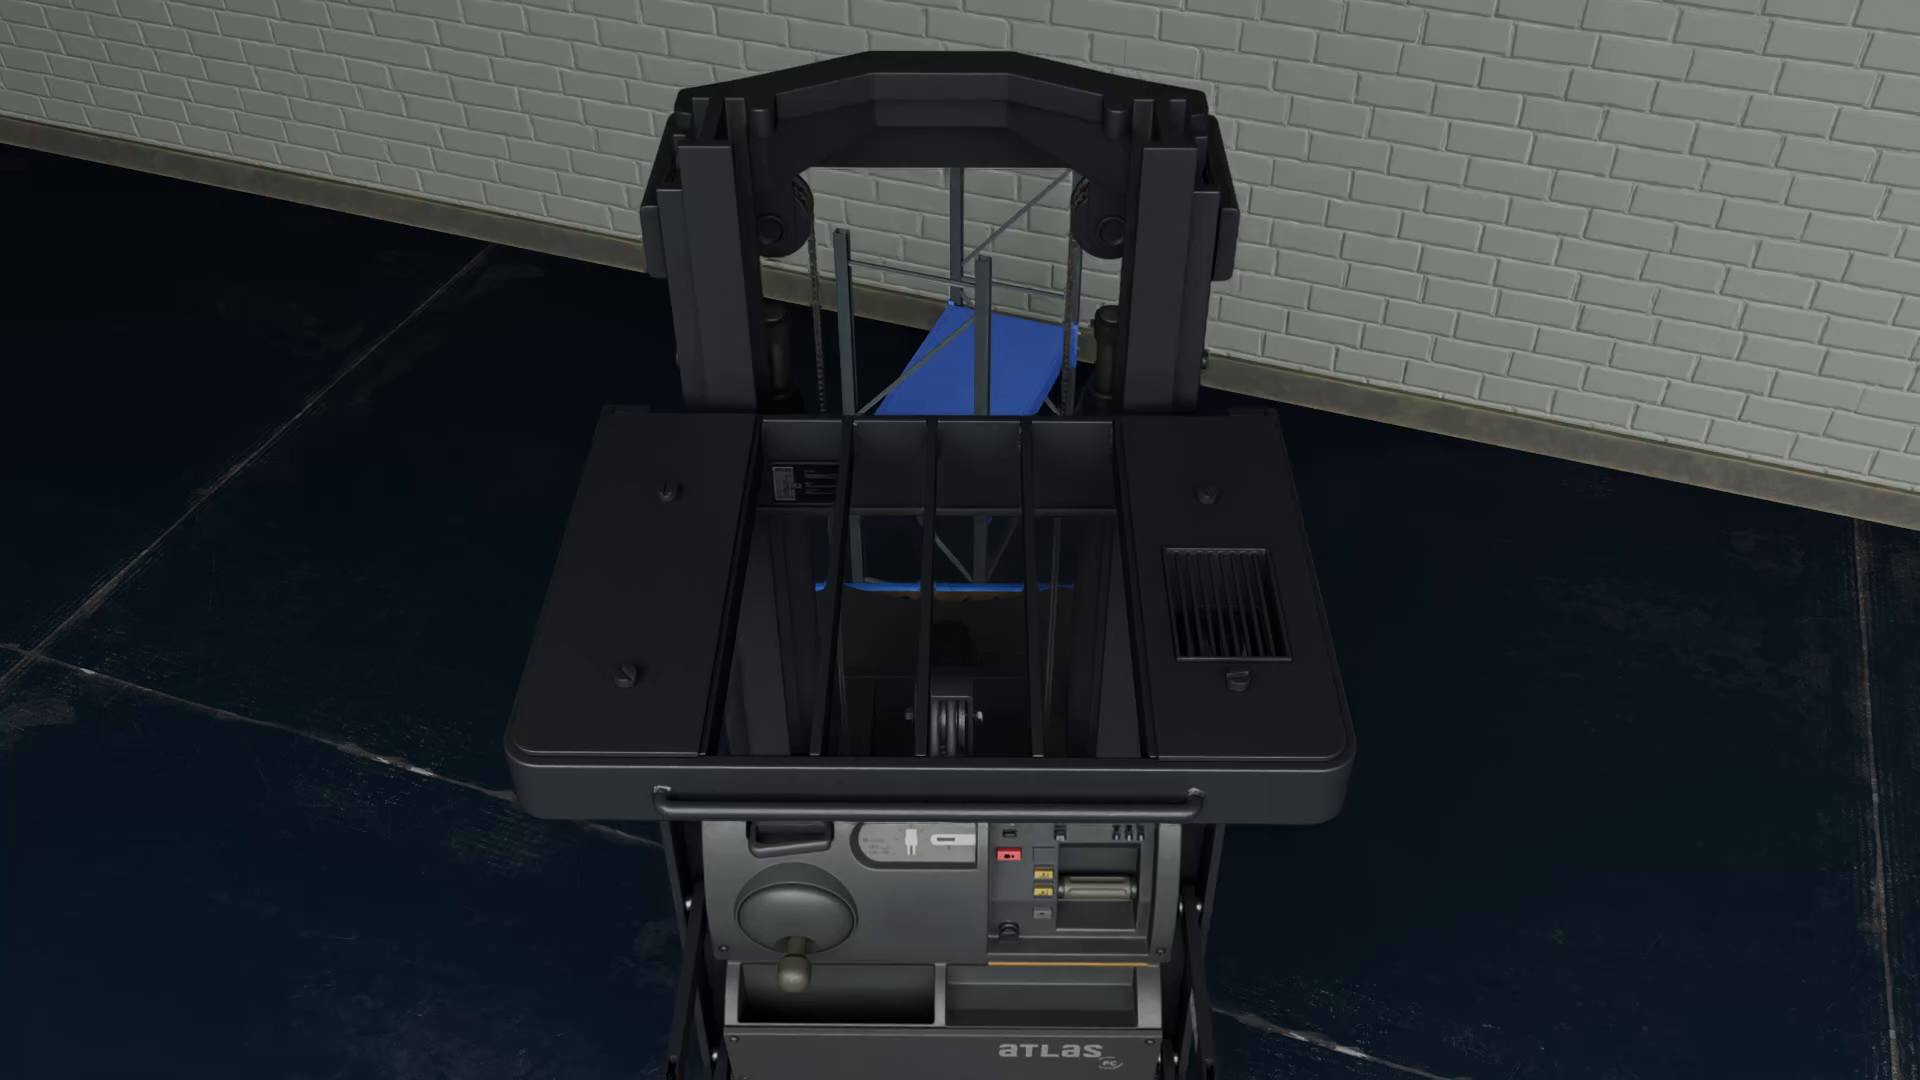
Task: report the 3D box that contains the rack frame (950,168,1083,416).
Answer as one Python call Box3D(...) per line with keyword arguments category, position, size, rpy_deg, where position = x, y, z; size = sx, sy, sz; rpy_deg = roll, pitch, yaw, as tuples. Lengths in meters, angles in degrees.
Box3D(category="rack frame", position=(0.203, -0.933, 6.188), size=(0.500, 1.500, 0.032), rpy_deg=(13, 42, 15))

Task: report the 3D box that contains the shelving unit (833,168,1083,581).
Box3D(category="shelving unit", position=(0.029, -0.623, 5.824), size=(0.538, 1.500, 1.048), rpy_deg=(13, 42, 15))

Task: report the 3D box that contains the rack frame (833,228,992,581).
Box3D(category="rack frame", position=(-0.145, -0.313, 5.461), size=(0.500, 1.500, 0.032), rpy_deg=(13, 42, 15))

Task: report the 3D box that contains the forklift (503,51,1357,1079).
Box3D(category="forklift", position=(-0.035, 0.765, 3.095), size=(1.130, 2.935, 3.031), rpy_deg=(0, 40, 0))

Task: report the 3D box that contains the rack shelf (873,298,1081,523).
Box3D(category="rack shelf", position=(0.029, -0.486, 5.941), size=(0.538, 0.185, 1.000), rpy_deg=(13, 42, 15))
